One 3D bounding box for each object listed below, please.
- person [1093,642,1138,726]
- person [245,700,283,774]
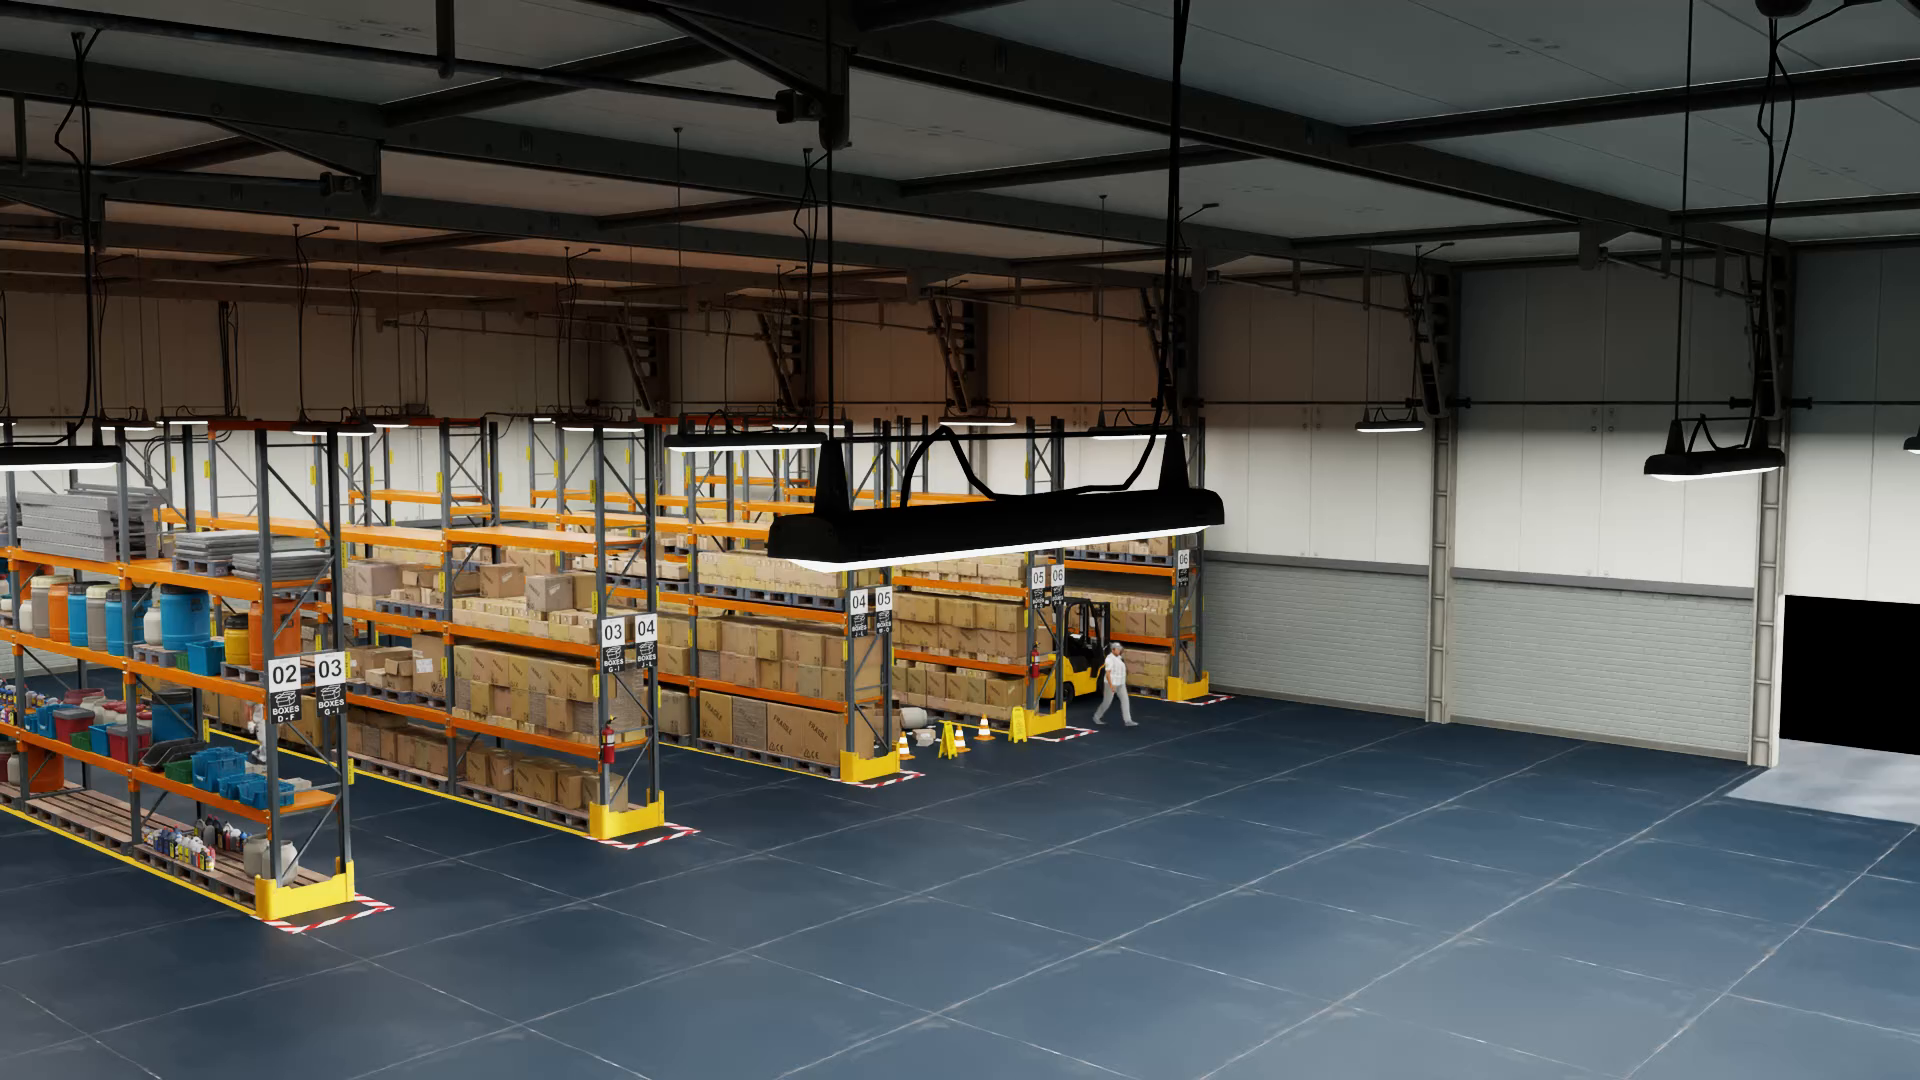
[{"bbox_3d":[3.034,2.810,32.401,0.522,1.628,0.919,-5,7,-45],"label":"person"},{"bbox_3d":[-11.908,3.105,28.322,0.703,1.764,0.624,2,5,28],"label":"person"}]
